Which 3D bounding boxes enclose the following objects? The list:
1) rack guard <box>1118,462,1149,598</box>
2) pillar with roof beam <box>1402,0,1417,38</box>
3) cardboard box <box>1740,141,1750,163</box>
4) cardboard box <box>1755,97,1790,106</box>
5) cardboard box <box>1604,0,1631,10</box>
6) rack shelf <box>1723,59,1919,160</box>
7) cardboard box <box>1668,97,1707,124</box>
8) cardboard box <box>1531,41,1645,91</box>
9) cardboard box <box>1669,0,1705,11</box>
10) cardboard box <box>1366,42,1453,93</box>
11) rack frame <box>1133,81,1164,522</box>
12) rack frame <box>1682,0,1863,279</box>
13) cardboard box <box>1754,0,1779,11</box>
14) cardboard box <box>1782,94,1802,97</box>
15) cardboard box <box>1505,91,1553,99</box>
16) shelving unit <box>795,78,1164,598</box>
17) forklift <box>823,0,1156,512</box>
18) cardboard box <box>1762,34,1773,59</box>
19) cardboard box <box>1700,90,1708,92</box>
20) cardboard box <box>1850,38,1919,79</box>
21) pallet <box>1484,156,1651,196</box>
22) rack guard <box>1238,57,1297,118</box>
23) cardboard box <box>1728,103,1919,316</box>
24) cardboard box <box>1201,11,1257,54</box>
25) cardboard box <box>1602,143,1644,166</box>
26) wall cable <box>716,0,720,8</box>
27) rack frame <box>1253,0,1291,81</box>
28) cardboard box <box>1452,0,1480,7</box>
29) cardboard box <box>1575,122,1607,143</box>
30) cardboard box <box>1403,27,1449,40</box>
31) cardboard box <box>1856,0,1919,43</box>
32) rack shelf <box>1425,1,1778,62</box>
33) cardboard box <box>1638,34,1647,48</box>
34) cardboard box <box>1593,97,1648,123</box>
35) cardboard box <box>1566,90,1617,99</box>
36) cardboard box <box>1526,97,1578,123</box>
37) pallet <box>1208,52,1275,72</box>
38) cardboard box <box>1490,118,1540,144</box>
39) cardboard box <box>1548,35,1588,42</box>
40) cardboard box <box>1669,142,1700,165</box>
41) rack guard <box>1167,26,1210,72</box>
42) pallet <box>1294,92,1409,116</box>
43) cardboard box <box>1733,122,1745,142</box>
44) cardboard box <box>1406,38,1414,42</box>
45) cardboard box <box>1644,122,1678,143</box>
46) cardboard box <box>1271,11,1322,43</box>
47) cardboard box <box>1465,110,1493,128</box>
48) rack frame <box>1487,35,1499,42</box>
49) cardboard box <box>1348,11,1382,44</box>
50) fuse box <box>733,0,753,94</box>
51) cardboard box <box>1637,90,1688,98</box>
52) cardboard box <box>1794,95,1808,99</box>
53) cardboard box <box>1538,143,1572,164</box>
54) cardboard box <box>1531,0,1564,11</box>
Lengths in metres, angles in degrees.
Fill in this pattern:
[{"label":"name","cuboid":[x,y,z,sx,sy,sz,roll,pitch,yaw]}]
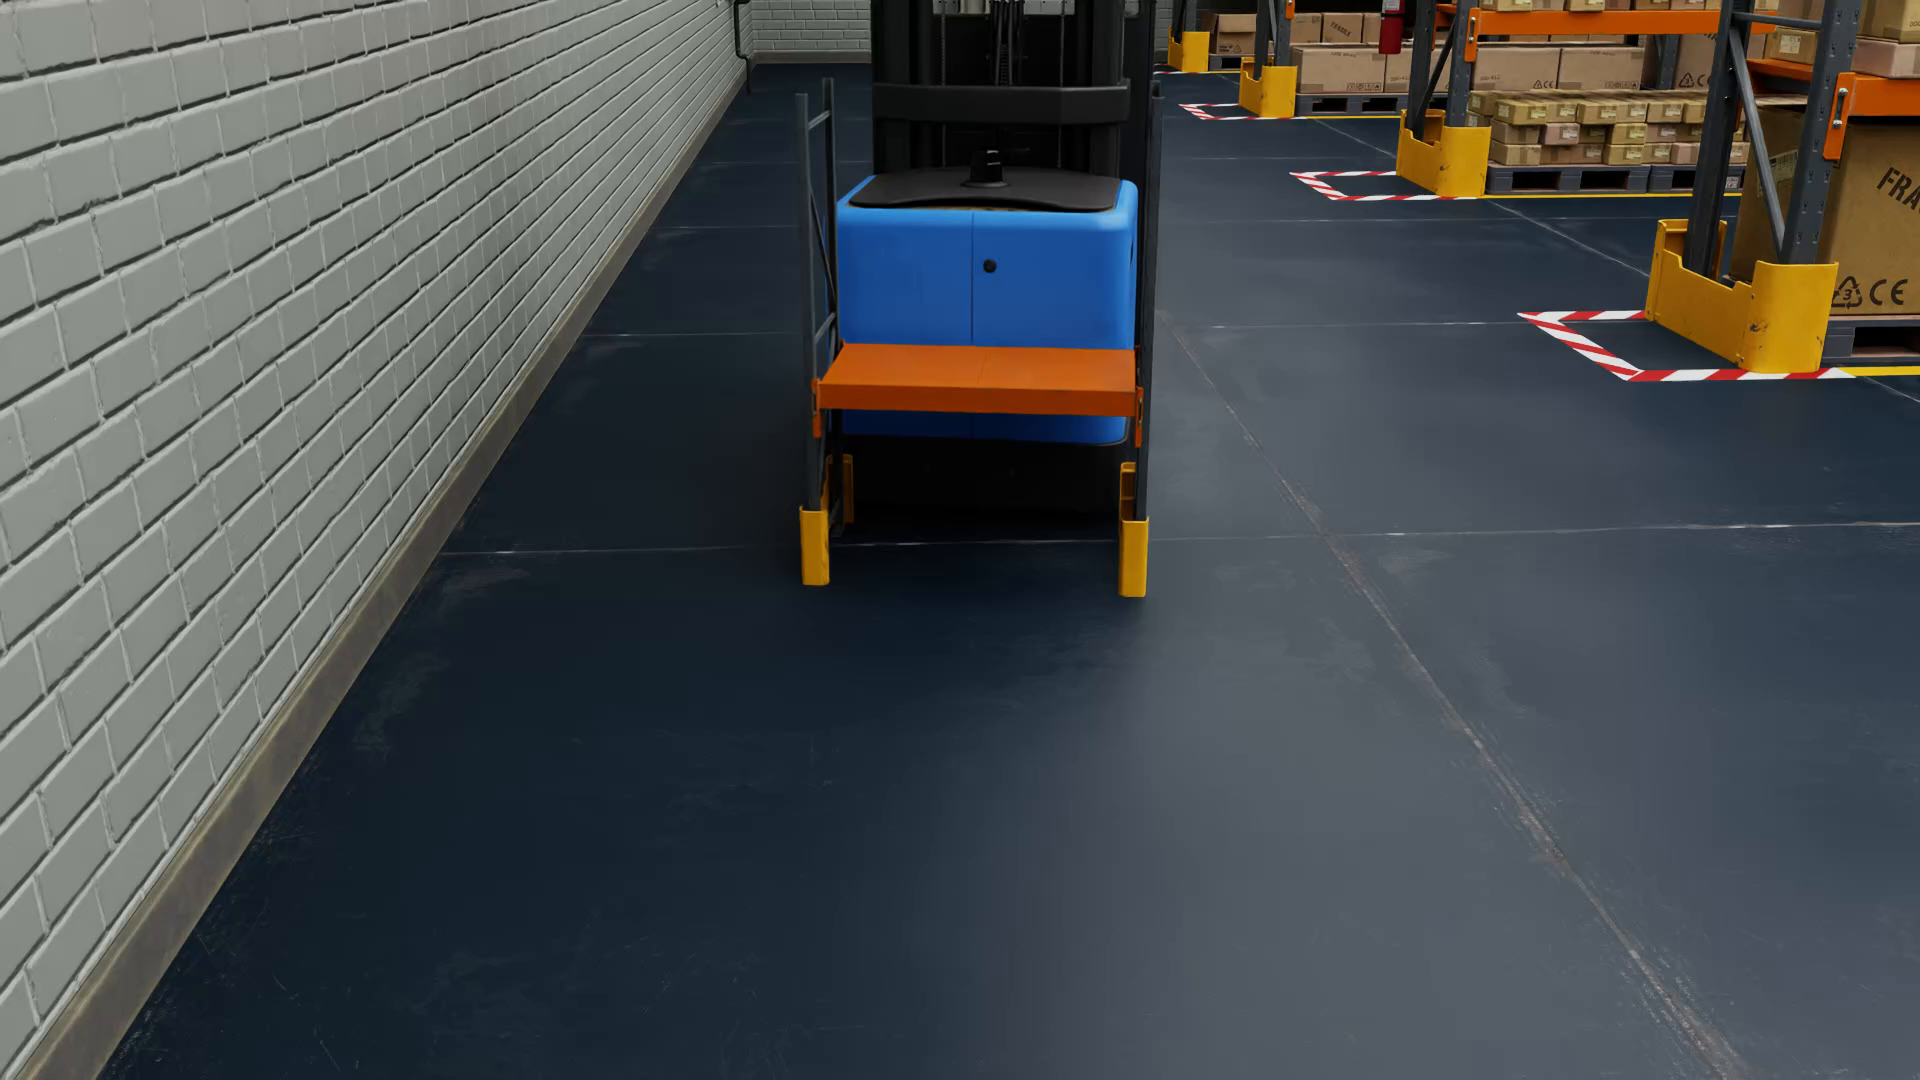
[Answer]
[{"label":"rack guard","cuboid":[0.559,-0.041,5.378,0.087,0.250,0.587,2,21,5]},{"label":"pillar with roof beam","cuboid":[6.429,-9.319,17.451,0.400,9.000,9.100,-1,21,-3]},{"label":"cardboard box","cuboid":[5.931,-2.952,12.575,0.250,0.149,0.380,-1,21,-2]},{"label":"cardboard box","cuboid":[5.962,-3.209,12.414,0.250,0.149,0.380,-2,21,-5]},{"label":"cardboard box","cuboid":[4.723,-3.971,12.188,0.250,0.149,0.380,0,21,-1]},{"label":"rack shelf","cuboid":[5.786,-2.078,7.875,4.000,0.370,1.077,-1,21,-3]},{"label":"cardboard box","cuboid":[5.462,-3.204,12.400,0.250,0.149,0.380,-1,21,-2]},{"label":"cardboard box","cuboid":[6.584,-5.000,17.548,0.875,0.438,0.875,-1,21,-4]},{"label":"cardboard box","cuboid":[5.243,-3.963,12.167,0.250,0.149,0.380,-2,21,-4]},{"label":"cardboard box","cuboid":[4.790,-4.964,17.453,0.875,0.438,0.875,-1,21,-2]},{"label":"rack frame","cuboid":[0.578,-0.625,5.154,0.032,1.500,0.500,2,21,5]},{"label":"rack frame","cuboid":[3.789,-2.374,7.641,0.127,3.000,1.000,-1,21,-3]},{"label":"cardboard box","cuboid":[5.772,-3.956,12.148,0.250,0.149,0.380,-1,21,-2]},{"label":"cardboard box","cuboid":[6.457,-3.407,12.935,0.250,0.149,0.380,-2,21,-4]},{"label":"cardboard box","cuboid":[4.375,-3.365,12.825,0.250,0.149,0.380,-1,21,-2]},{"label":"shelving unit","cuboid":[0.063,-0.642,5.199,1.083,1.500,0.587,2,21,5]},{"label":"forklift","cuboid":[0.234,-1.951,6.625,1.130,2.935,3.031,3,21,7]},{"label":"cardboard box","cuboid":[8.733,-5.241,17.567,0.875,0.875,0.875,-1,21,-1]},{"label":"cardboard box","cuboid":[5.931,-3.396,12.906,0.250,0.149,0.380,-2,21,-5]},{"label":"cardboard box","cuboid":[4.162,-2.147,7.396,0.250,0.149,0.380,-1,21,-2]},{"label":"pallet","cuboid":[4.496,-2.840,12.784,1.213,0.211,1.003,-1,21,-3]},{"label":"rack guard","cuboid":[3.199,-4.726,17.331,0.348,0.500,1.175,-1,21,-3]},{"label":"cardboard box","cuboid":[4.423,-1.619,8.053,0.875,0.875,0.875,-1,21,-3]},{"label":"cardboard box","cuboid":[3.552,-6.666,21.832,0.637,0.503,0.797,-2,21,-5]},{"label":"cardboard box","cuboid":[4.914,-2.907,12.457,0.250,0.149,0.380,-1,21,-2]},{"label":"wall cable","cuboid":[-2.405,-6.261,16.378,0.123,1.953,0.585,-1,21,-3]},{"label":"rack frame","cuboid":[3.223,-5.894,16.887,0.127,3.000,1.000,-1,21,-3]},{"label":"cardboard box","cuboid":[3.916,-4.128,12.600,0.250,0.149,0.380,-1,21,-3]},{"label":"cardboard box","cuboid":[4.660,-3.082,12.499,0.250,0.149,0.380,-1,21,-2]},{"label":"cardboard box","cuboid":[6.257,-6.749,22.320,0.500,0.311,0.500,0,21,-1]},{"label":"cardboard box","cuboid":[4.284,-2.357,7.388,0.500,0.250,0.500,-2,21,-4]},{"label":"rack shelf","cuboid":[5.604,-3.842,12.509,4.000,0.370,1.077,-1,21,-3]},{"label":"cardboard box","cuboid":[8.973,-6.728,21.999,0.500,0.500,0.500,-2,21,-5]},{"label":"cardboard box","cuboid":[4.919,-3.212,12.423,0.250,0.149,0.380,-2,21,-6]},{"label":"cardboard box","cuboid":[4.888,-3.399,12.912,0.250,0.149,0.380,-2,21,-5]},{"label":"cardboard box","cuboid":[4.418,-3.218,12.438,0.250,0.149,0.380,-1,21,-2]},{"label":"pallet","cuboid":[3.808,-6.372,22.062,1.213,0.211,1.003,-1,21,-3]},{"label":"cardboard box","cuboid":[4.145,-3.060,12.442,0.250,0.149,0.380,0,21,-1]},{"label":"cardboard box","cuboid":[7.957,-6.711,21.955,0.500,0.500,0.500,-1,21,-4]},{"label":"cardboard box","cuboid":[5.417,-2.920,12.492,0.250,0.149,0.380,-2,21,-6]},{"label":"rack guard","cuboid":[3.012,-6.491,21.967,0.348,0.500,1.175,-1,21,-3]},{"label":"pallet","cuboid":[4.017,-4.635,17.499,1.213,0.211,1.003,-1,21,-3]},{"label":"cardboard box","cuboid":[5.721,-3.110,12.573,0.250,0.149,0.380,0,21,-1]},{"label":"cardboard box","cuboid":[6.034,-6.534,21.820,0.258,0.266,0.396,0,21,-1]},{"label":"cardboard box","cuboid":[5.182,-3.088,12.515,0.250,0.149,0.380,-2,21,-6]},{"label":"cardboard box","cuboid":[4.408,-6.668,21.842,0.500,0.500,0.700,0,21,-1]},{"label":"cardboard box","cuboid":[4.117,-3.253,12.948,0.250,0.149,0.380,-2,21,-5]},{"label":"rack frame","cuboid":[6.930,-7.739,21.732,0.127,3.000,1.000,-1,21,-3]},{"label":"cardboard box","cuboid":[5.444,-6.689,21.897,0.500,0.500,0.700,-2,21,-5]},{"label":"fuse box","cuboid":[-2.379,-5.919,18.761,0.414,1.711,0.539,-1,21,-3]},{"label":"cardboard box","cuboid":[5.423,-3.390,12.889,0.250,0.149,0.380,-2,21,-5]},{"label":"cardboard box","cuboid":[6.495,-3.257,12.540,0.250,0.149,0.380,0,21,-1]},{"label":"cardboard box","cuboid":[4.405,-2.933,12.526,0.250,0.149,0.380,-1,21,-3]},{"label":"cardboard box","cuboid":[4.201,-3.931,12.082,0.250,0.149,0.380,0,21,-1]}]
